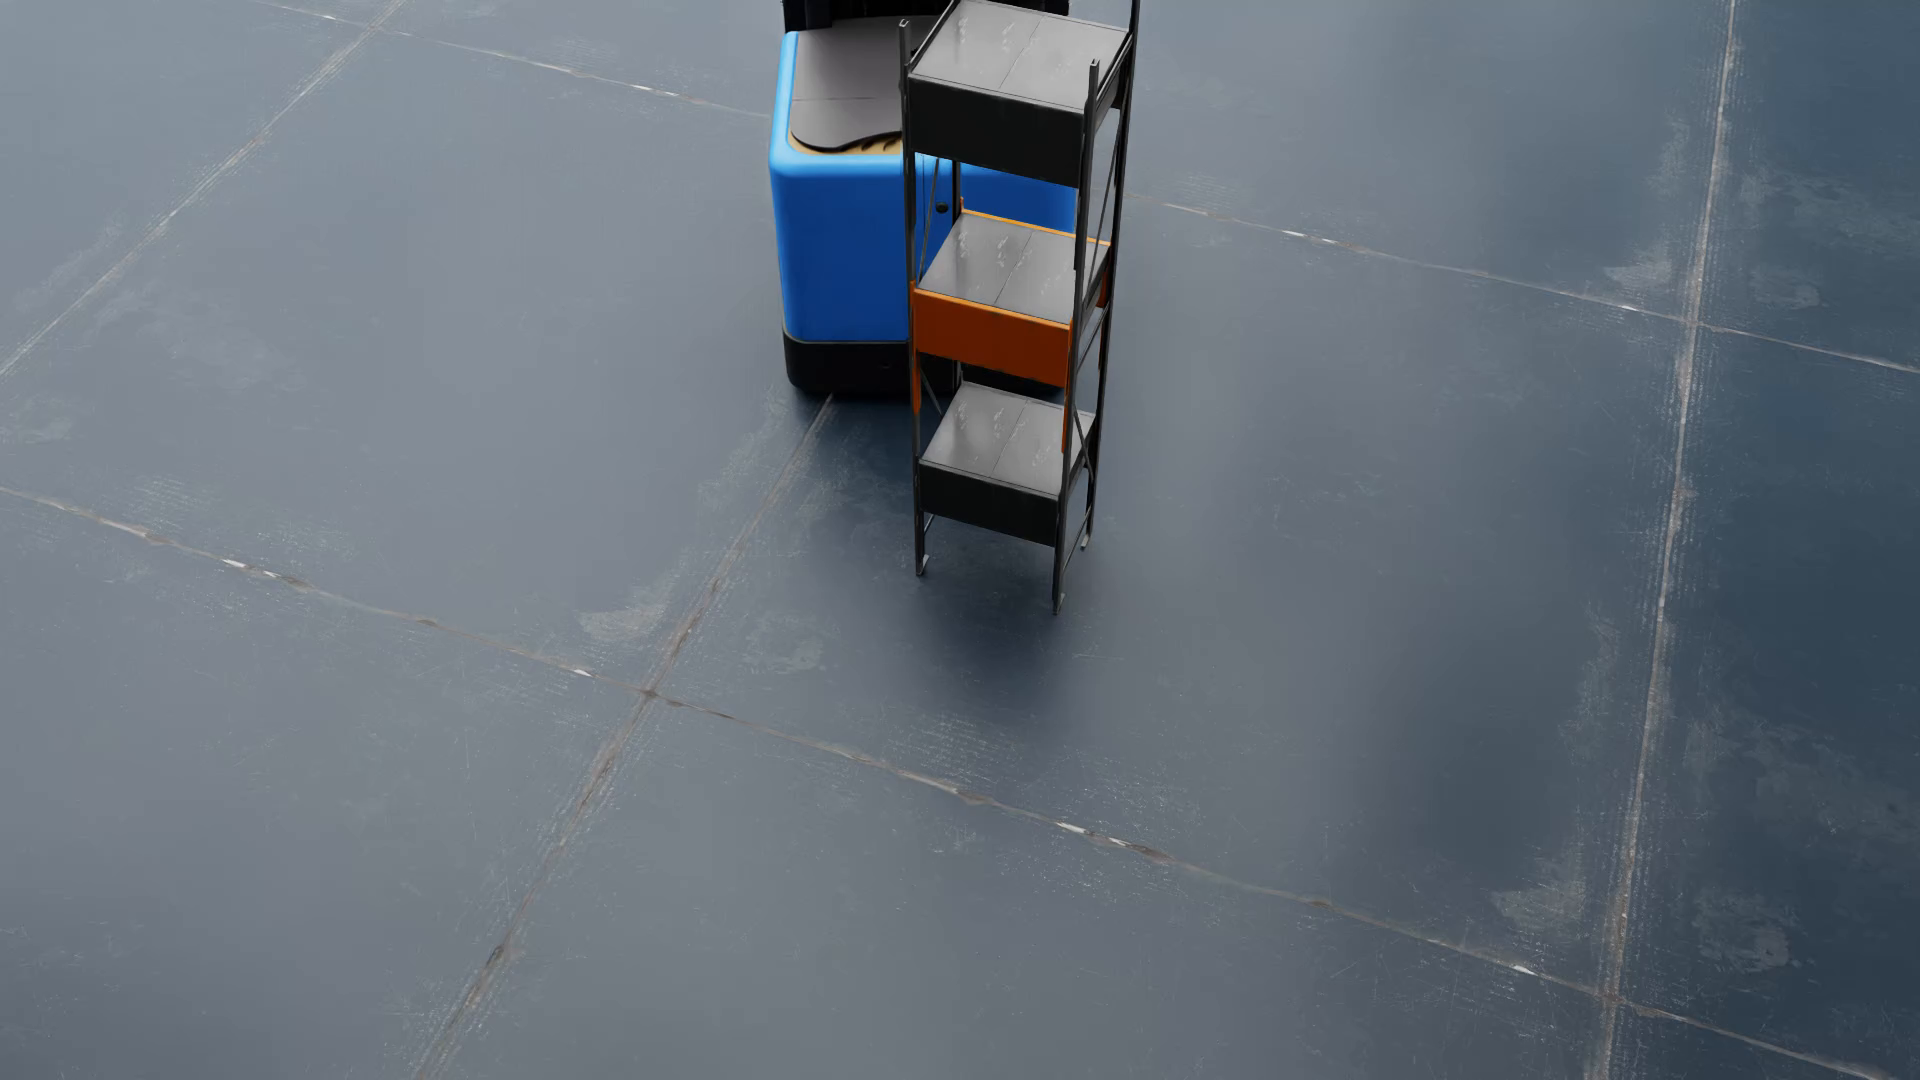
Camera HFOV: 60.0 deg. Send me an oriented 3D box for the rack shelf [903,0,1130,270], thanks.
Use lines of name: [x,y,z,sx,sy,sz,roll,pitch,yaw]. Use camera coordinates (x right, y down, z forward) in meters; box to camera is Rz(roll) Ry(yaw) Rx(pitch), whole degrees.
rack shelf: [0.155,-1.094,4.400,0.480,0.518,0.431,16,51,13]

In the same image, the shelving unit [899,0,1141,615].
shelving unit: [0.155,-0.644,4.919,0.503,2.100,0.431,16,51,13]

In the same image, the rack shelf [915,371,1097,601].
rack shelf: [0.155,-0.177,5.458,0.480,0.518,0.431,16,51,13]

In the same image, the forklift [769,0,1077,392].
forklift: [-0.131,-2.605,6.068,1.130,2.935,3.031,0,49,0]

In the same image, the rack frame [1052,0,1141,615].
rack frame: [0.384,-0.580,4.864,0.015,2.100,0.400,16,51,13]

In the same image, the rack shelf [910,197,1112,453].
rack shelf: [0.155,-0.635,4.929,0.480,0.518,0.431,16,51,13]

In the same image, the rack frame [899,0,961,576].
rack frame: [-0.074,-0.708,4.974,0.015,2.100,0.400,16,51,13]
